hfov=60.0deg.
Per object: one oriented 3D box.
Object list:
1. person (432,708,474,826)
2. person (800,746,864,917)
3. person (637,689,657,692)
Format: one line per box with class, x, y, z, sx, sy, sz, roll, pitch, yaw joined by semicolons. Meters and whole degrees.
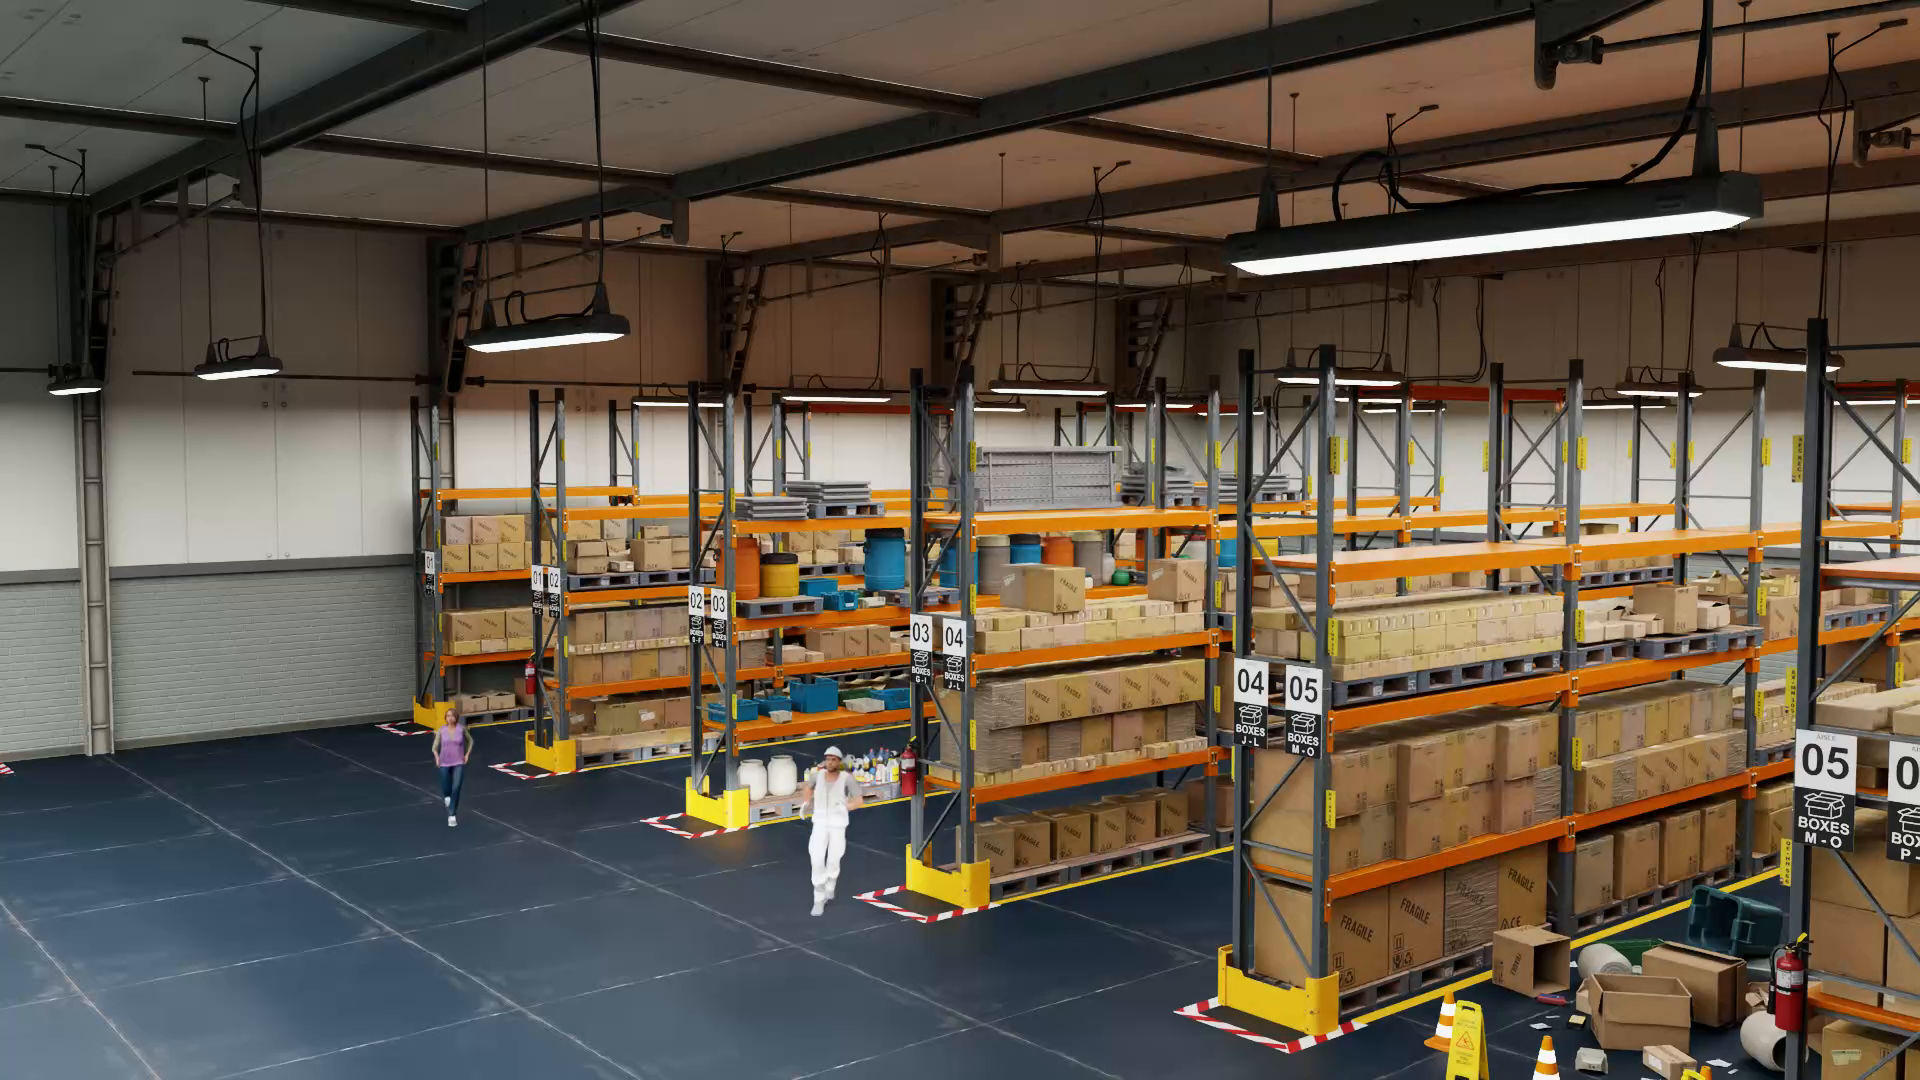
person;-6.904;3.065;22.668;0.552;1.559;0.666;-1;3;-14
person;-1.408;3.198;18.387;0.699;1.859;0.692;0;3;6
person;-5.478;2.557;29.476;0.645;1.733;0.664;-3;5;-42
